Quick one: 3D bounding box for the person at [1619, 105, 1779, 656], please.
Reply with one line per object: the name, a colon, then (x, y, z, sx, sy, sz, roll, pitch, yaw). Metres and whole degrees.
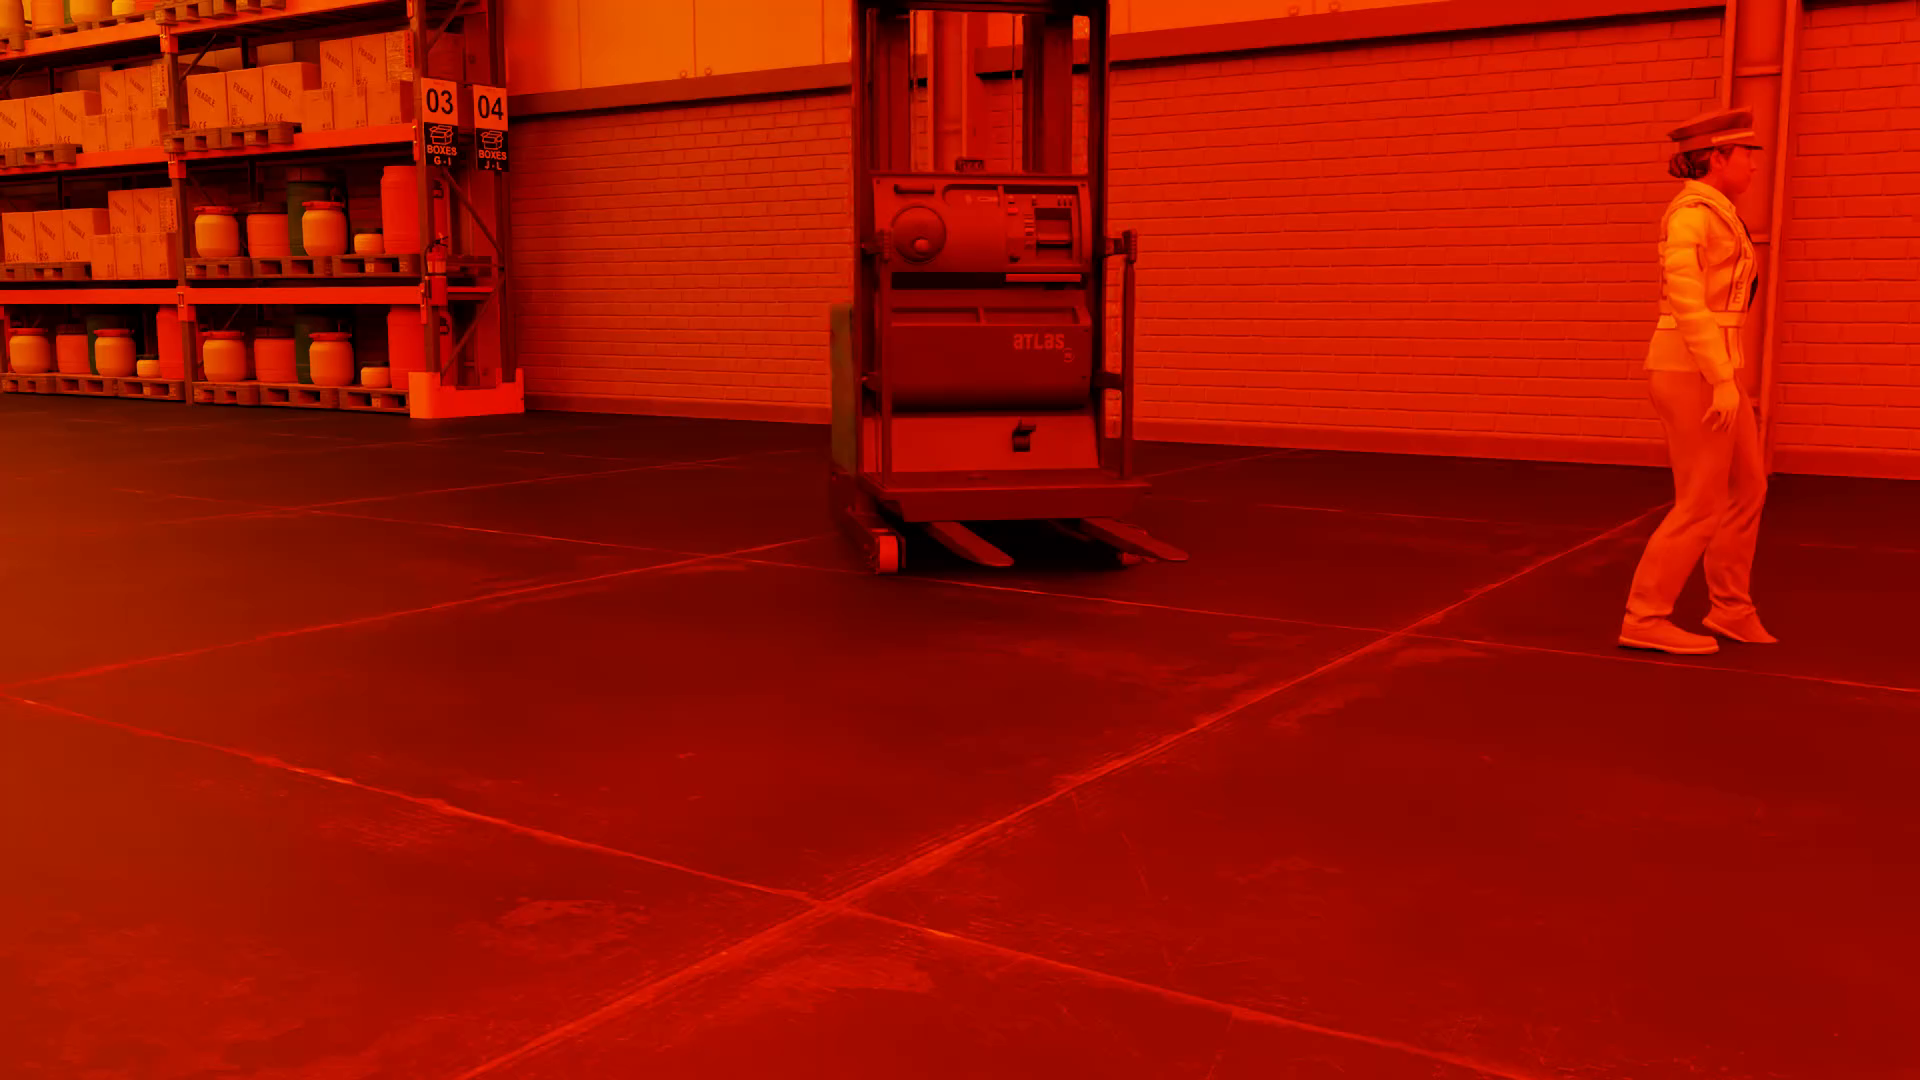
person: (2.337, -0.453, 5.103, 0.498, 1.721, 0.579, 4, 9, 25)

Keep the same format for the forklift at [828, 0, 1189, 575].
forklift: (0.140, -1.366, 6.796, 1.130, 2.935, 3.031, -2, 8, -11)
